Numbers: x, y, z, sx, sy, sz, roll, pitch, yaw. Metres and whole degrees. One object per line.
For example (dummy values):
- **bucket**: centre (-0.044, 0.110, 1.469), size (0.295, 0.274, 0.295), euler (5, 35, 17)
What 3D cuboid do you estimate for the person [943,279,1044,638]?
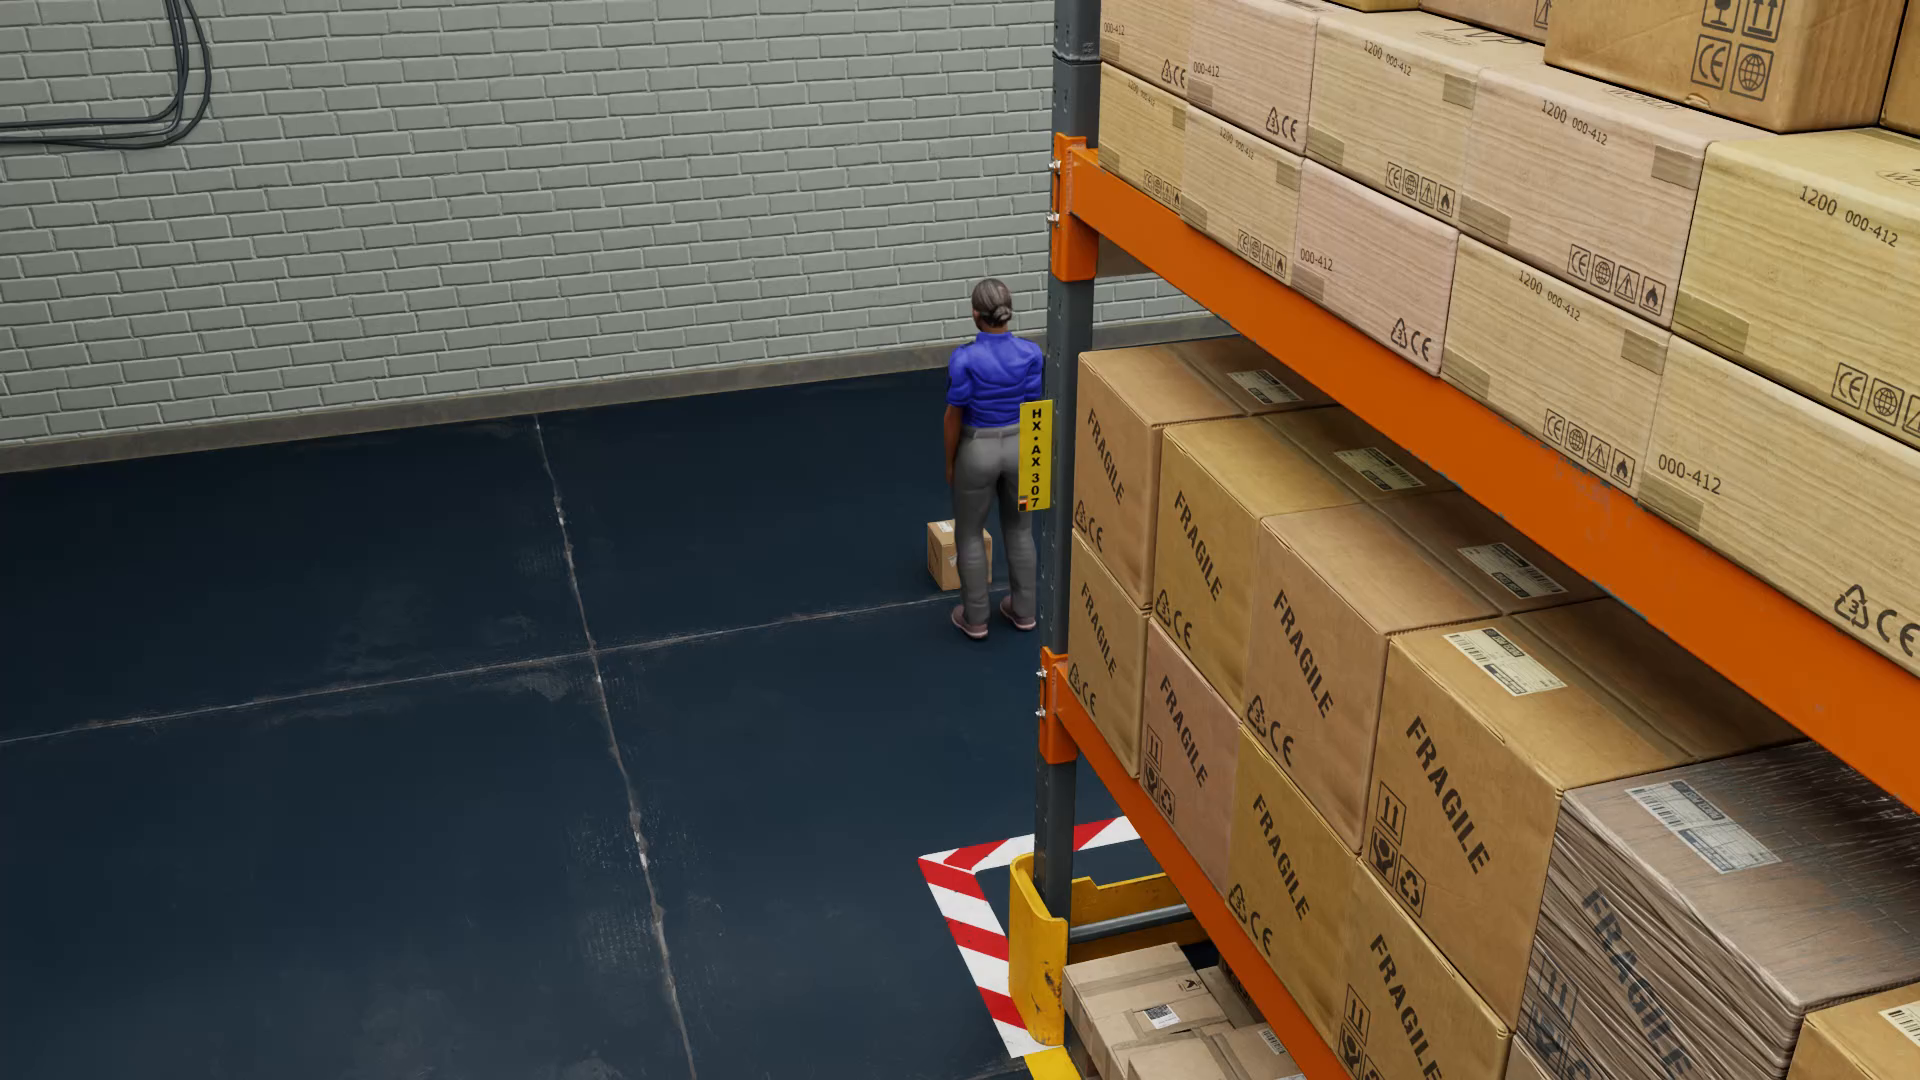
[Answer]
- **person**: centre (0.134, -0.351, 7.337), size (0.438, 1.656, 0.303), euler (-8, 28, -15)
